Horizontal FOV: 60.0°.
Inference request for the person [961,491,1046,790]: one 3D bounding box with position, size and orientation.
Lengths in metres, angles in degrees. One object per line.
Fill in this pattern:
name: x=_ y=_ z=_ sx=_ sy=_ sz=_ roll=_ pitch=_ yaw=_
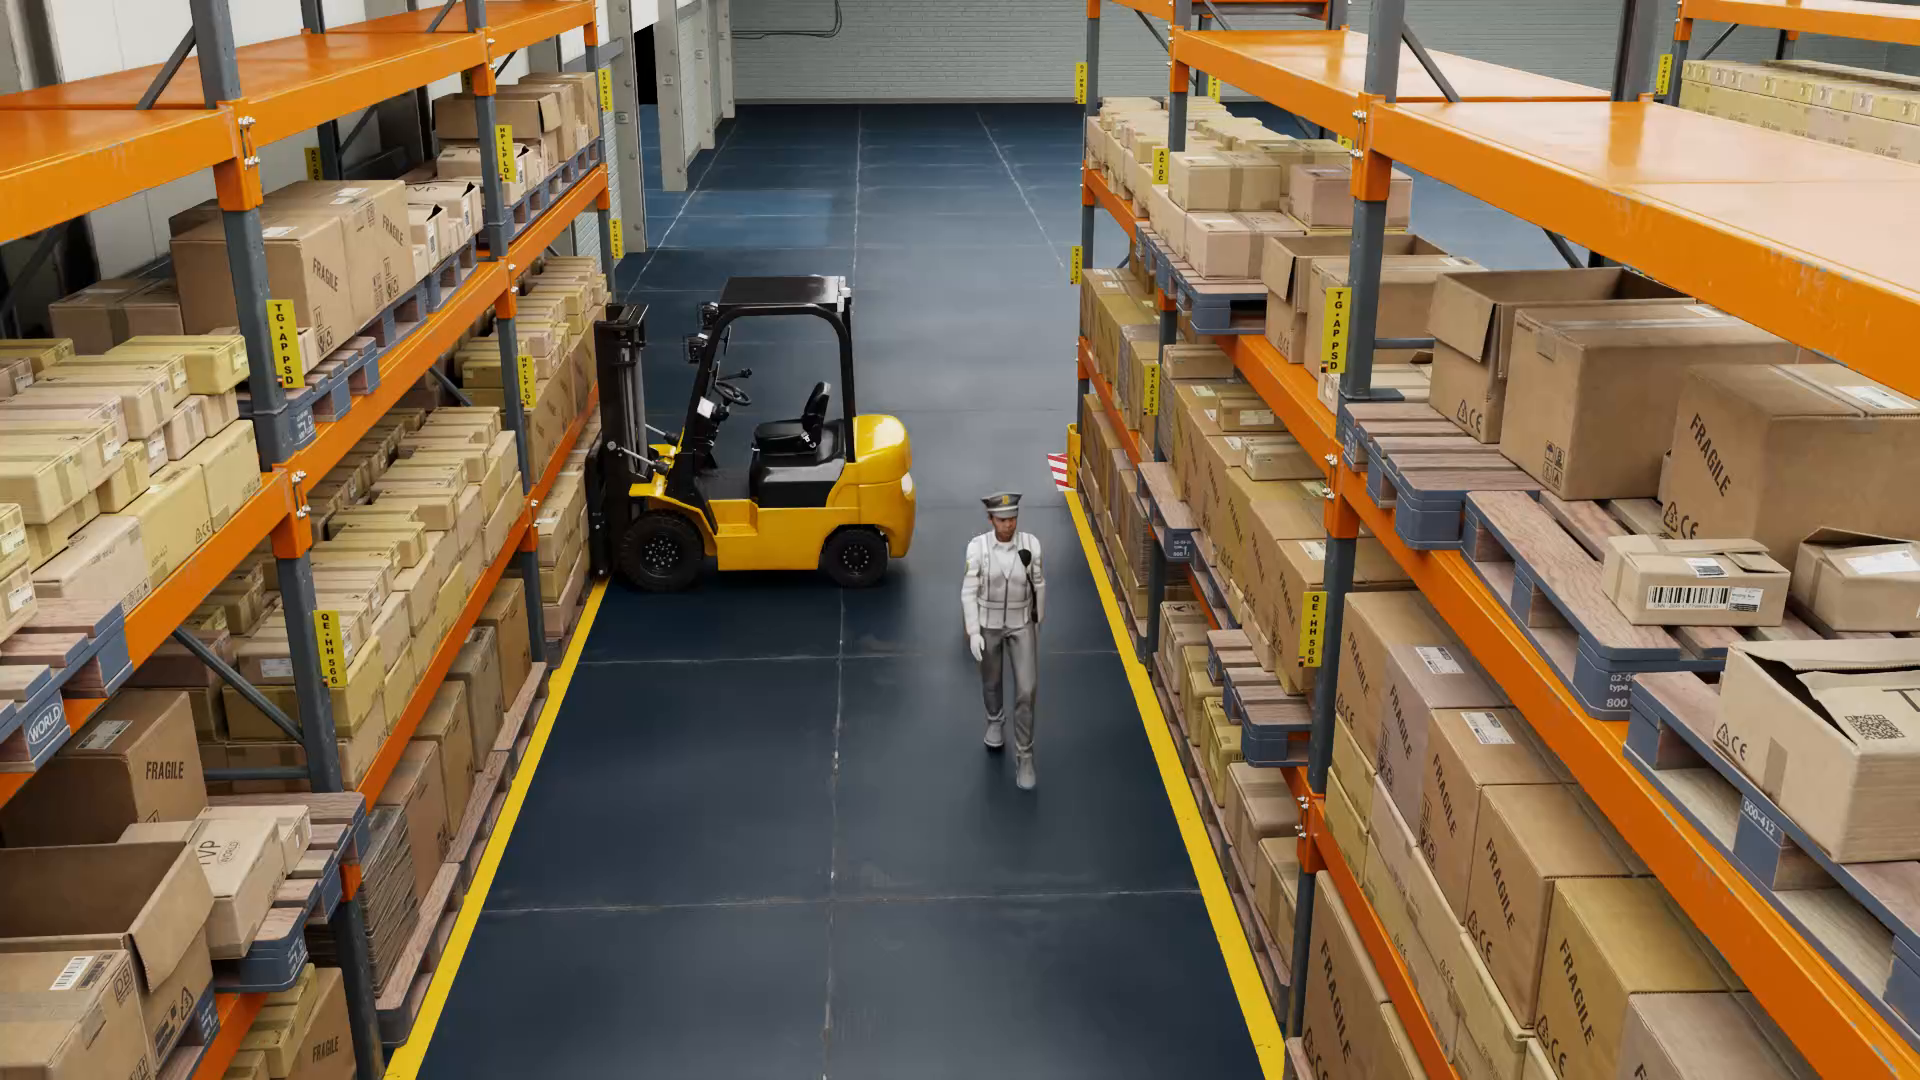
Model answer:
person: x=0.255 y=0.537 z=9.631 sx=0.500 sy=1.722 sz=0.724 roll=-1 pitch=21 yaw=-2
